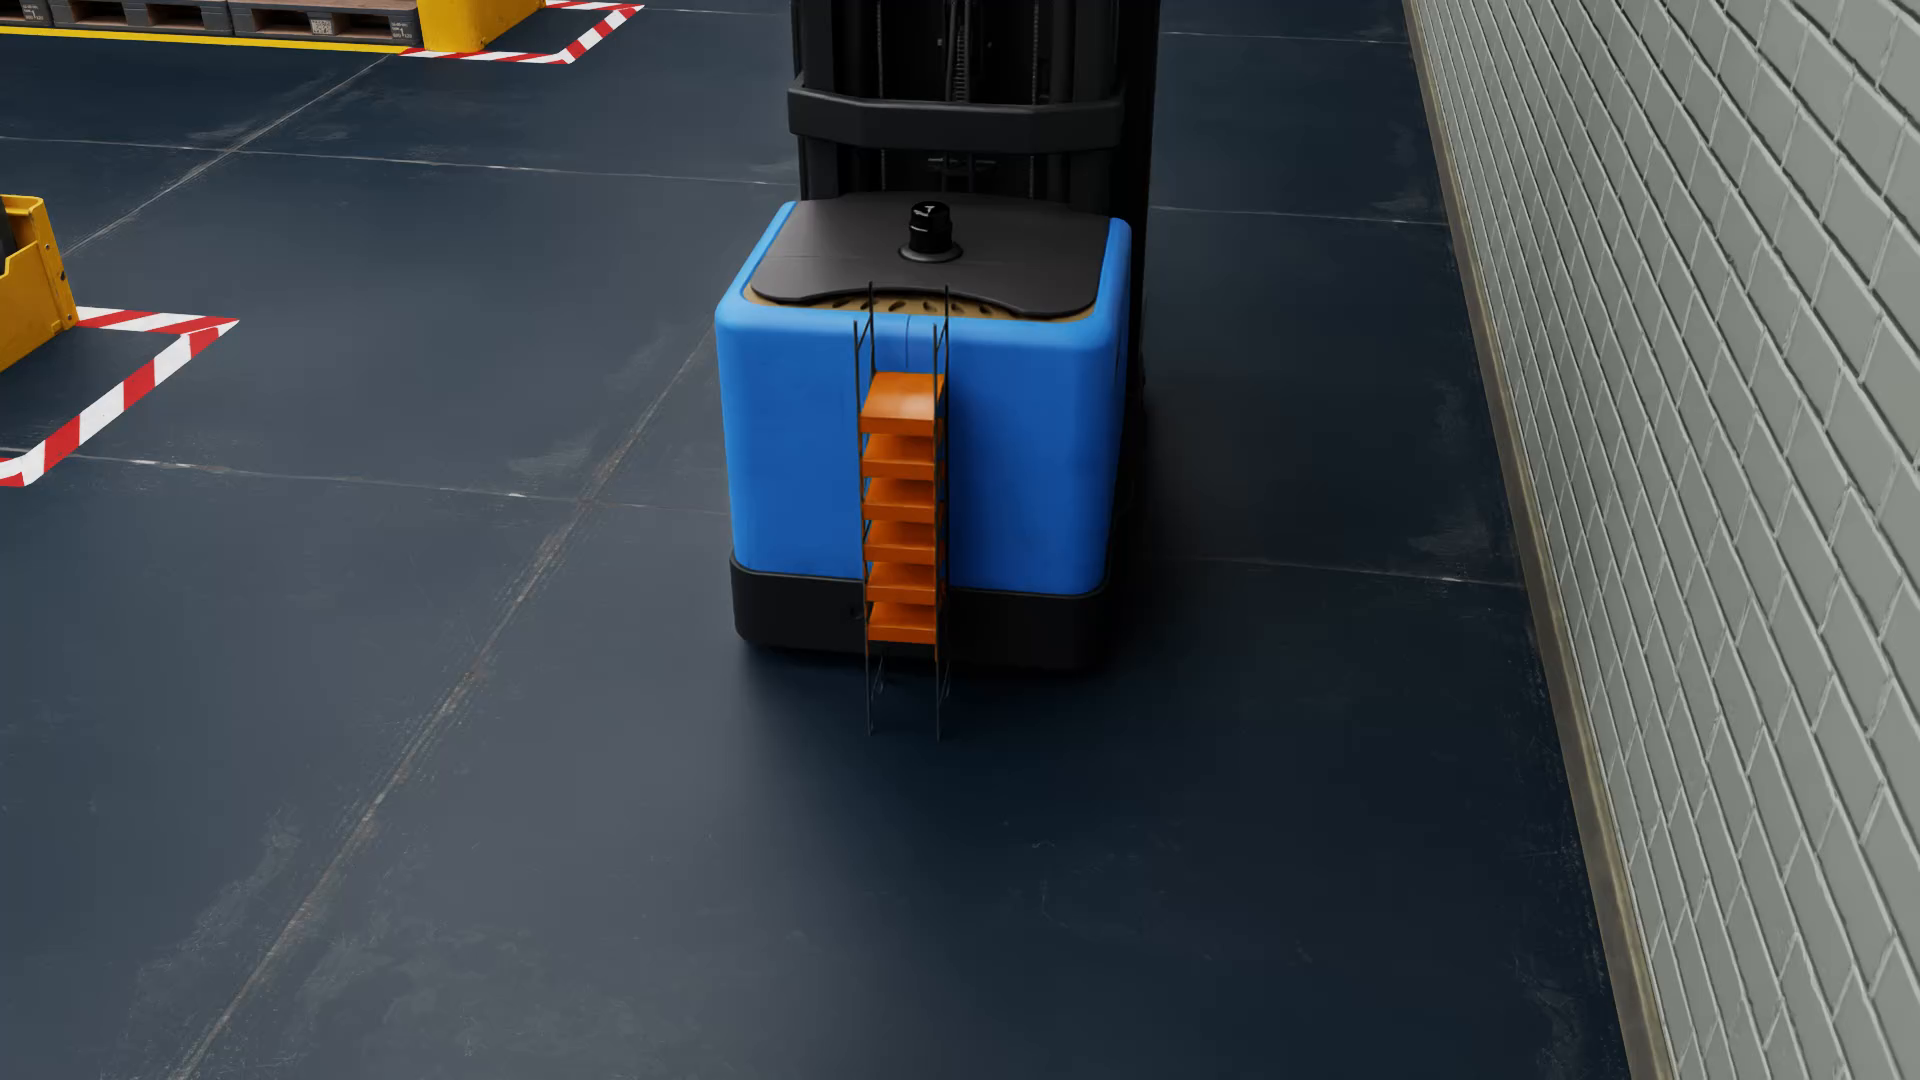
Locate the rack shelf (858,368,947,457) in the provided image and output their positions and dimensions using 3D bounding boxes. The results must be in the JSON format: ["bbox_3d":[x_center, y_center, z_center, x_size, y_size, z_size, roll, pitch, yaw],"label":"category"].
[{"bbox_3d":[-0.135,-0.312,4.022,0.180,0.103,0.258,4,32,6],"label":"rack shelf"}]

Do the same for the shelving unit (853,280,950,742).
[{"bbox_3d":[-0.135,-0.044,4.190,0.189,1.200,0.258,4,32,6],"label":"shelving unit"}]

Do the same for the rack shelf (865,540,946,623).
[{"bbox_3d":[-0.135,0.095,4.277,0.180,0.103,0.258,4,32,6],"label":"rack shelf"}]

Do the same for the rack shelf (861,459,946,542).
[{"bbox_3d":[-0.135,-0.108,4.149,0.180,0.103,0.258,4,32,6],"label":"rack shelf"}]

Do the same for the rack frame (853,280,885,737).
[{"bbox_3d":[-0.226,-0.050,4.199,0.006,1.200,0.240,4,32,6],"label":"rack frame"}]

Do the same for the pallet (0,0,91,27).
[{"bbox_3d":[-6.179,-3.599,10.800,1.213,0.211,1.003,5,32,8],"label":"pallet"}]

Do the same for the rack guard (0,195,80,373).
[{"bbox_3d":[-3.777,-0.817,6.084,0.348,0.500,1.175,5,32,8],"label":"rack guard"}]

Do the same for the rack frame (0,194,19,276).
[{"bbox_3d":[-3.800,-1.879,5.424,0.127,3.000,1.000,5,32,8],"label":"rack frame"}]

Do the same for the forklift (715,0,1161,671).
[{"bbox_3d":[0.079,-1.651,5.125,1.130,2.935,3.031,4,32,7],"label":"forklift"}]

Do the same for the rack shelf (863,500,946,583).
[{"bbox_3d":[-0.135,-0.006,4.213,0.180,0.103,0.258,4,32,6],"label":"rack shelf"}]

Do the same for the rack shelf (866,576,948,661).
[{"bbox_3d":[-0.135,0.197,4.340,0.180,0.103,0.258,4,32,6],"label":"rack shelf"}]

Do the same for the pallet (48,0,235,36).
[{"bbox_3d":[-4.973,-3.491,10.628,1.213,0.211,1.003,5,32,8],"label":"pallet"}]

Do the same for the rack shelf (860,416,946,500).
[{"bbox_3d":[-0.135,-0.210,4.086,0.180,0.103,0.258,4,32,6],"label":"rack shelf"}]

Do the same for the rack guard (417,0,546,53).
[{"bbox_3d":[-2.941,-3.414,10.233,0.348,0.500,1.175,5,32,8],"label":"rack guard"}]

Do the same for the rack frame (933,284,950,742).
[{"bbox_3d":[-0.044,-0.038,4.181,0.006,1.200,0.240,4,32,6],"label":"rack frame"}]

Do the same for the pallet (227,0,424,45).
[{"bbox_3d":[-3.774,-3.381,10.452,1.213,0.211,1.003,5,32,8],"label":"pallet"}]
